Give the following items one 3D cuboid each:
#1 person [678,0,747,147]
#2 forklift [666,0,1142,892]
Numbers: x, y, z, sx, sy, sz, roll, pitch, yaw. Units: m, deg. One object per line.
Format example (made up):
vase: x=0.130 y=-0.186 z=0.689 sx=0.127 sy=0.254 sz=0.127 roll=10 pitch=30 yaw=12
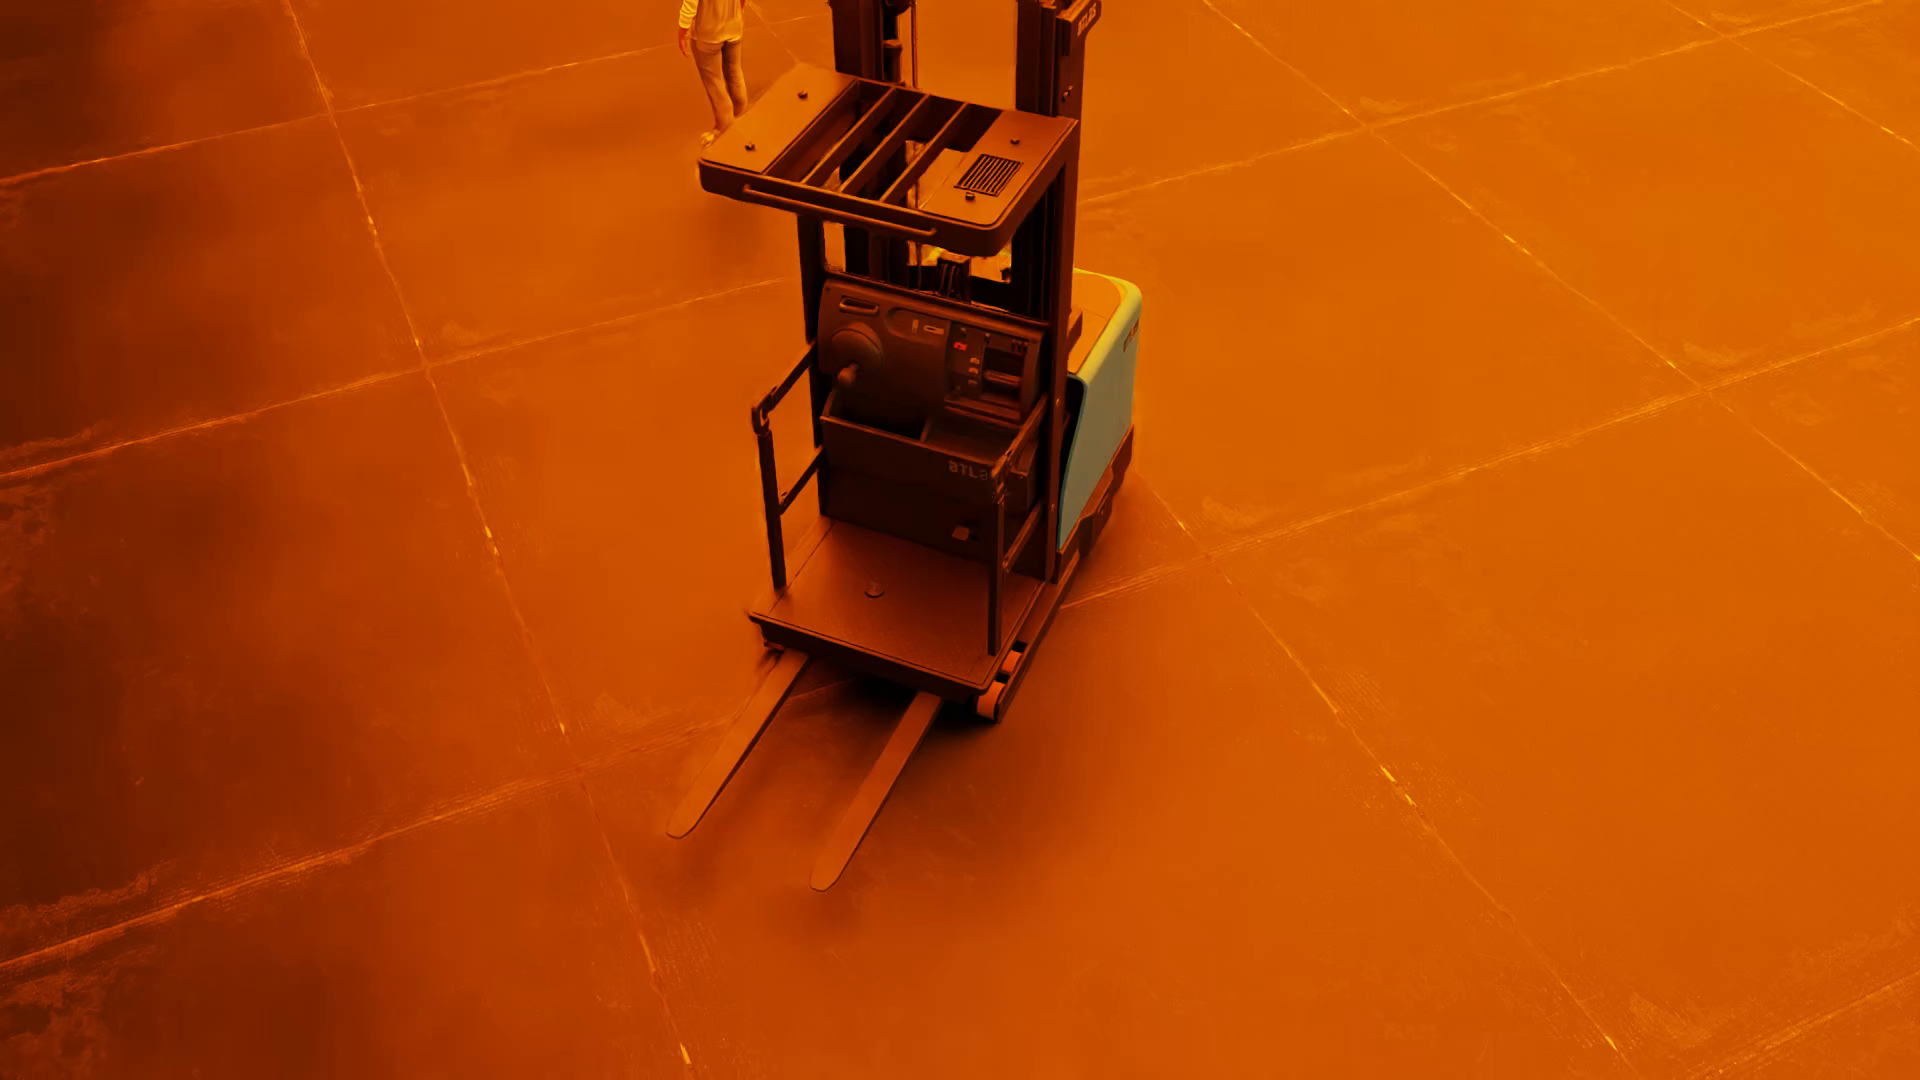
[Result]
person: x=-1.500 y=-3.067 z=9.935 sx=0.519 sy=1.598 sz=0.474 roll=-34 pitch=53 yaw=-31
forklift: x=-0.211 y=-0.652 z=6.379 sx=1.130 sy=2.935 sz=3.031 roll=16 pitch=45 yaw=17
